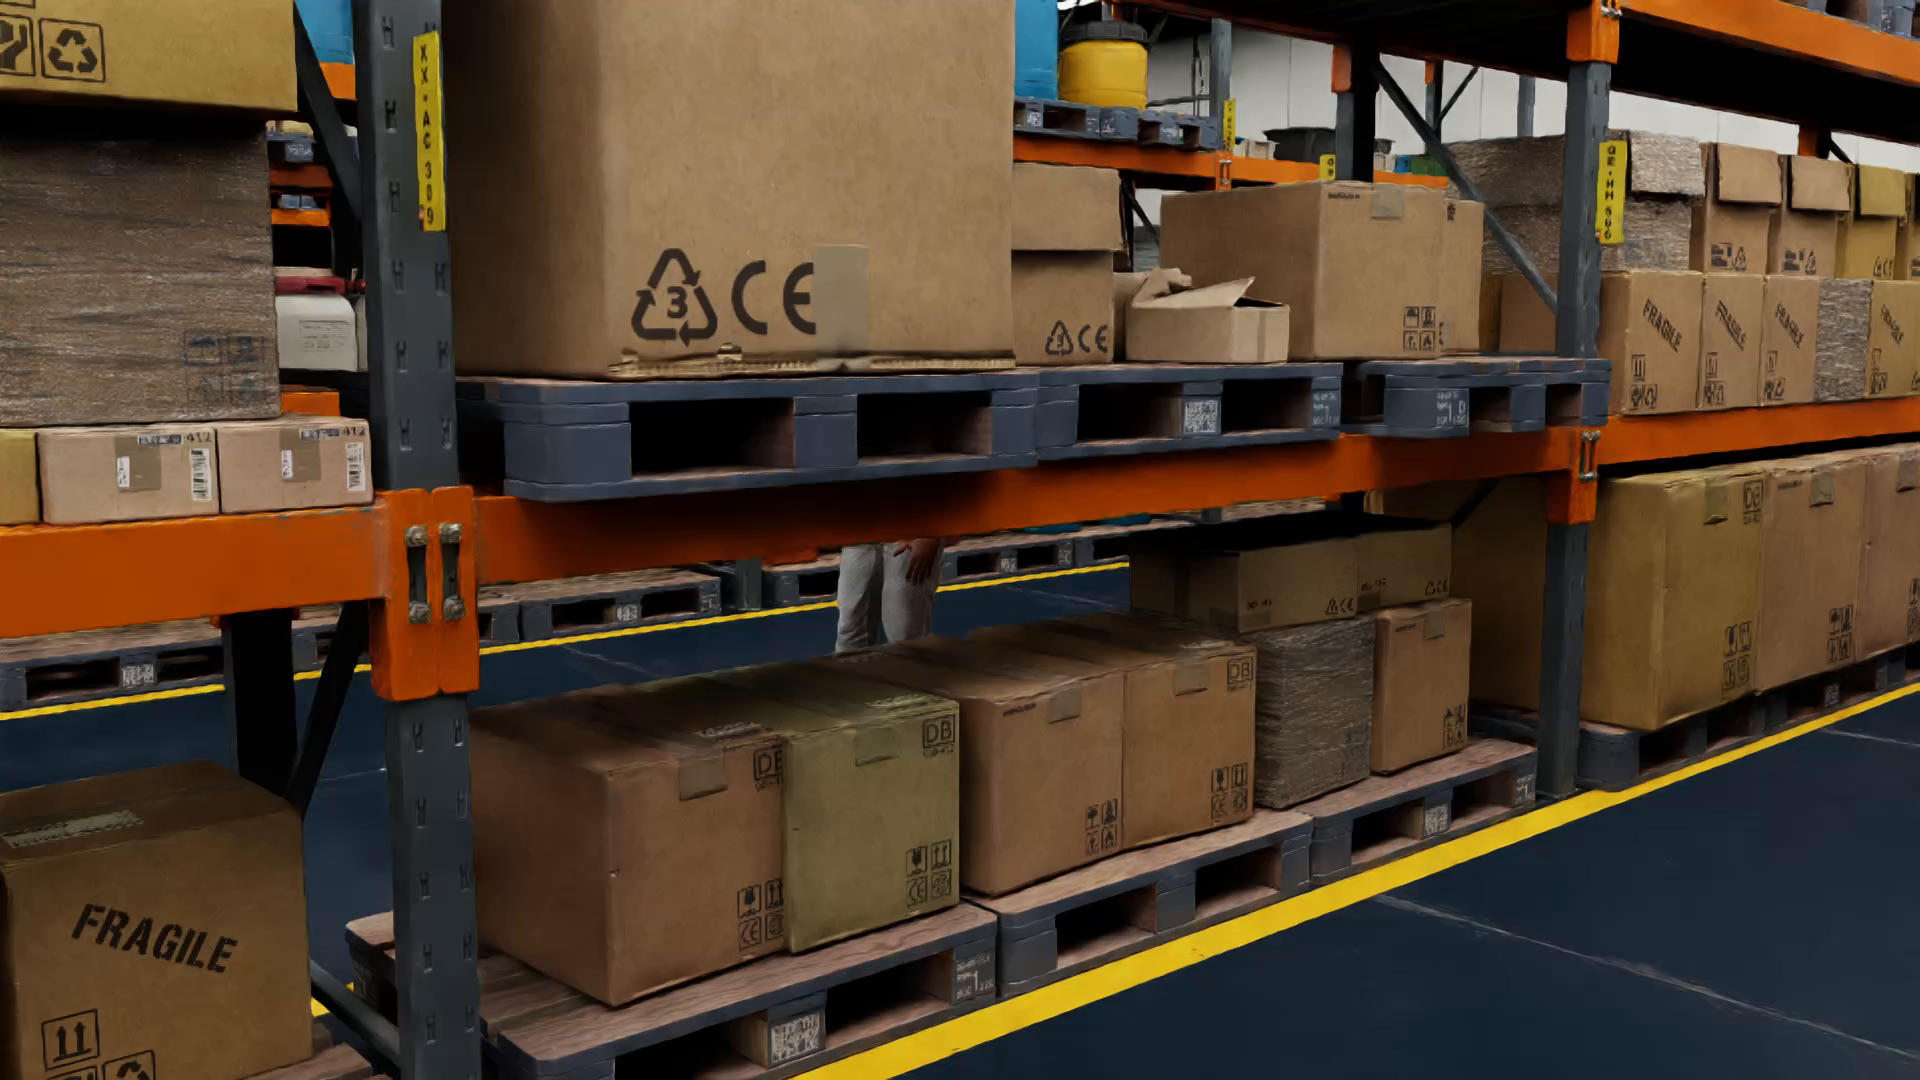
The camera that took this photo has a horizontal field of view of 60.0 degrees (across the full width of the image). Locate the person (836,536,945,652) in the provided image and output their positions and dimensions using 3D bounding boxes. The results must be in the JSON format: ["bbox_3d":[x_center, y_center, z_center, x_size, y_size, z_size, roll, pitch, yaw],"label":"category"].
[{"bbox_3d":[-0.245,-0.030,5.975,0.819,1.752,0.578,-6,10,-41],"label":"person"}]
